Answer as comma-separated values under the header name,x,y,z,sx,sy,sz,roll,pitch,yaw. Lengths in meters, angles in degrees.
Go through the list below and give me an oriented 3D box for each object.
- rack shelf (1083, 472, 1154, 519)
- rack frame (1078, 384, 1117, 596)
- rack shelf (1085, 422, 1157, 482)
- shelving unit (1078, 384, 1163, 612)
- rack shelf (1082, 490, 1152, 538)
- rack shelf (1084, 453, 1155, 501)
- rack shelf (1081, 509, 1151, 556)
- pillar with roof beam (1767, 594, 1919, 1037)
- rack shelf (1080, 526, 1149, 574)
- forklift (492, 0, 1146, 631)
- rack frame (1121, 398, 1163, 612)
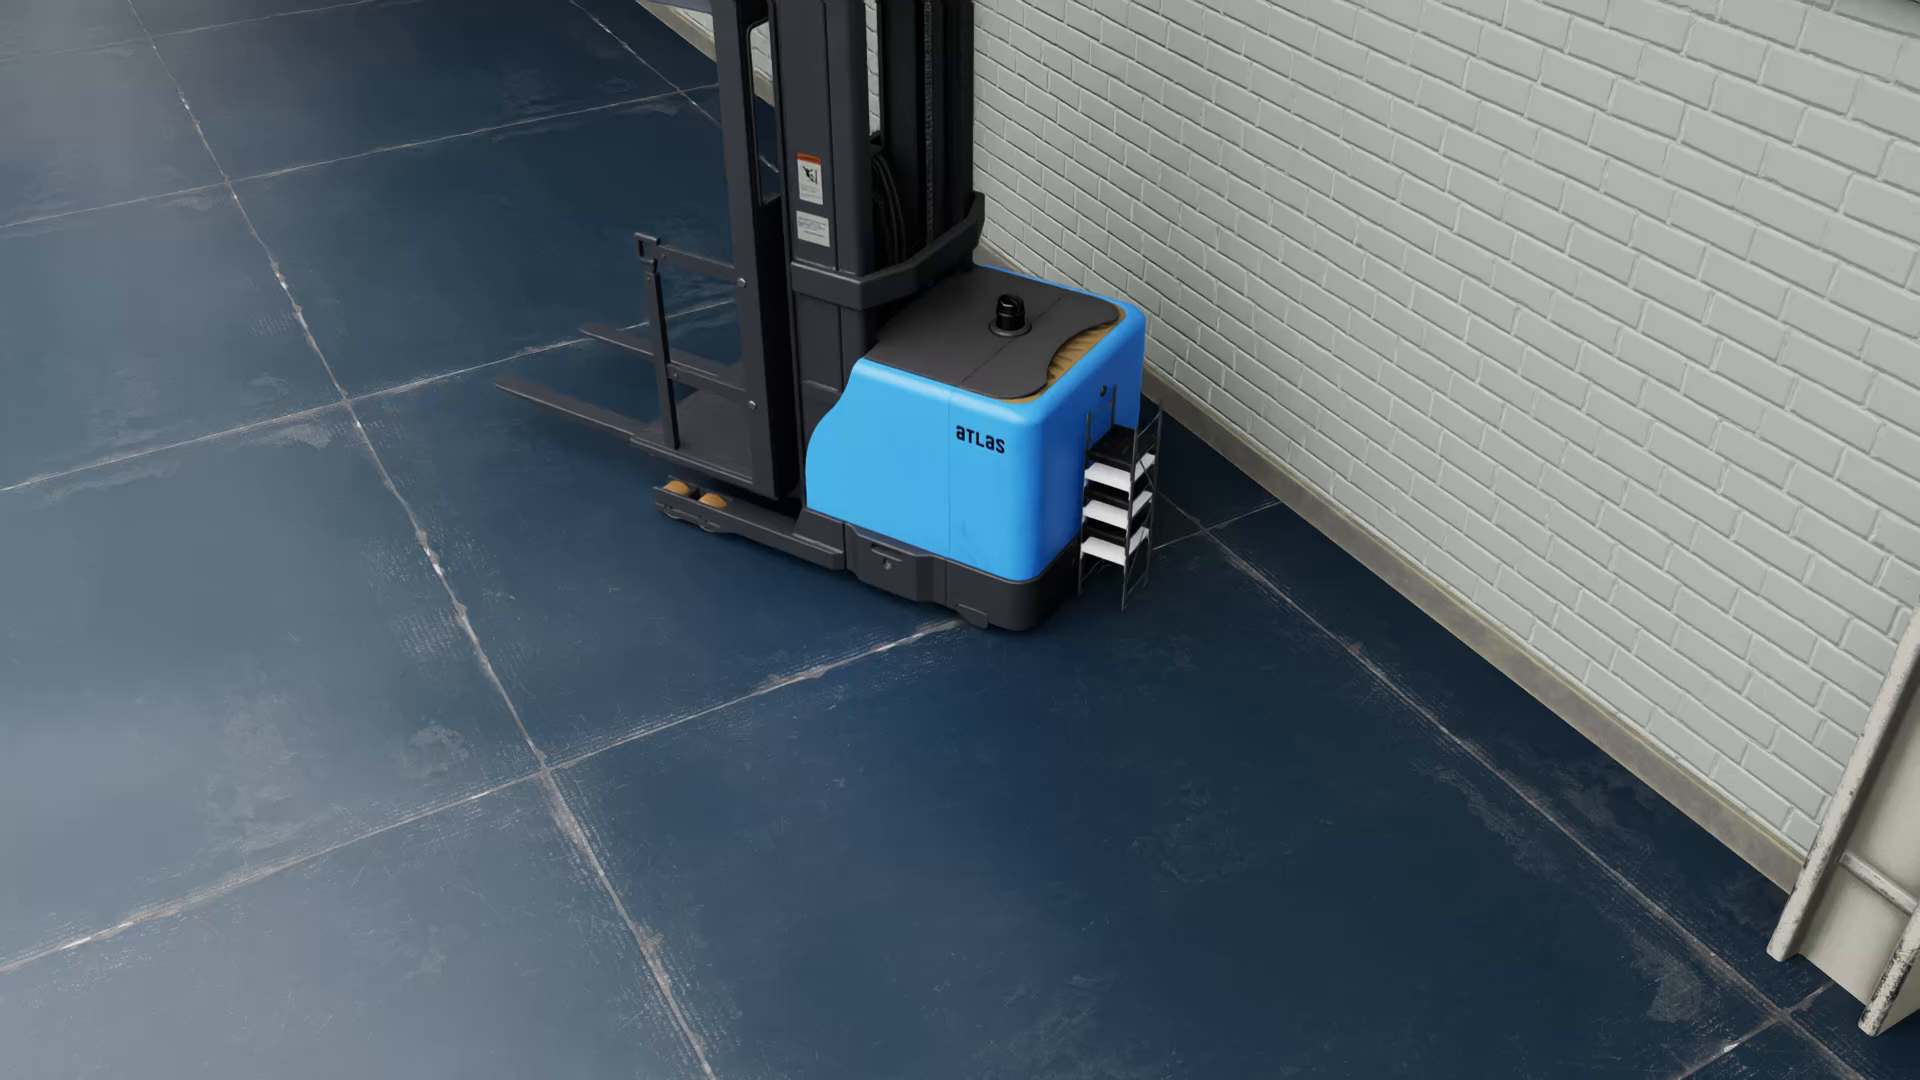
name,x,y,z,sx,sy,sz,roll,pitch,yaw
rack shelf,0.641,-0.204,6.671,0.200,0.077,0.258,20,40,25
rack frame,0.554,-0.189,6.746,0.006,0.900,0.240,20,40,25
rack shelf,0.641,-0.350,6.564,0.200,0.077,0.258,20,40,25
shelving unit,0.641,-0.159,6.704,0.210,0.900,0.258,20,40,25
rack shelf,0.641,-0.132,6.724,0.200,0.077,0.258,20,40,25
rack shelf,0.641,-0.277,6.618,0.200,0.077,0.258,20,40,25
rack shelf,0.641,-0.059,6.777,0.200,0.077,0.258,20,40,25
pillar with roof beam,-0.866,-0.965,0.942,9.100,9.000,0.400,-19,40,-24
rack shelf,0.641,0.014,6.830,0.200,0.077,0.258,20,40,25
forklift,-0.760,-1.465,6.771,3.031,2.935,1.130,20,40,25
rack frame,0.728,-0.128,6.662,0.006,0.900,0.240,20,40,25
